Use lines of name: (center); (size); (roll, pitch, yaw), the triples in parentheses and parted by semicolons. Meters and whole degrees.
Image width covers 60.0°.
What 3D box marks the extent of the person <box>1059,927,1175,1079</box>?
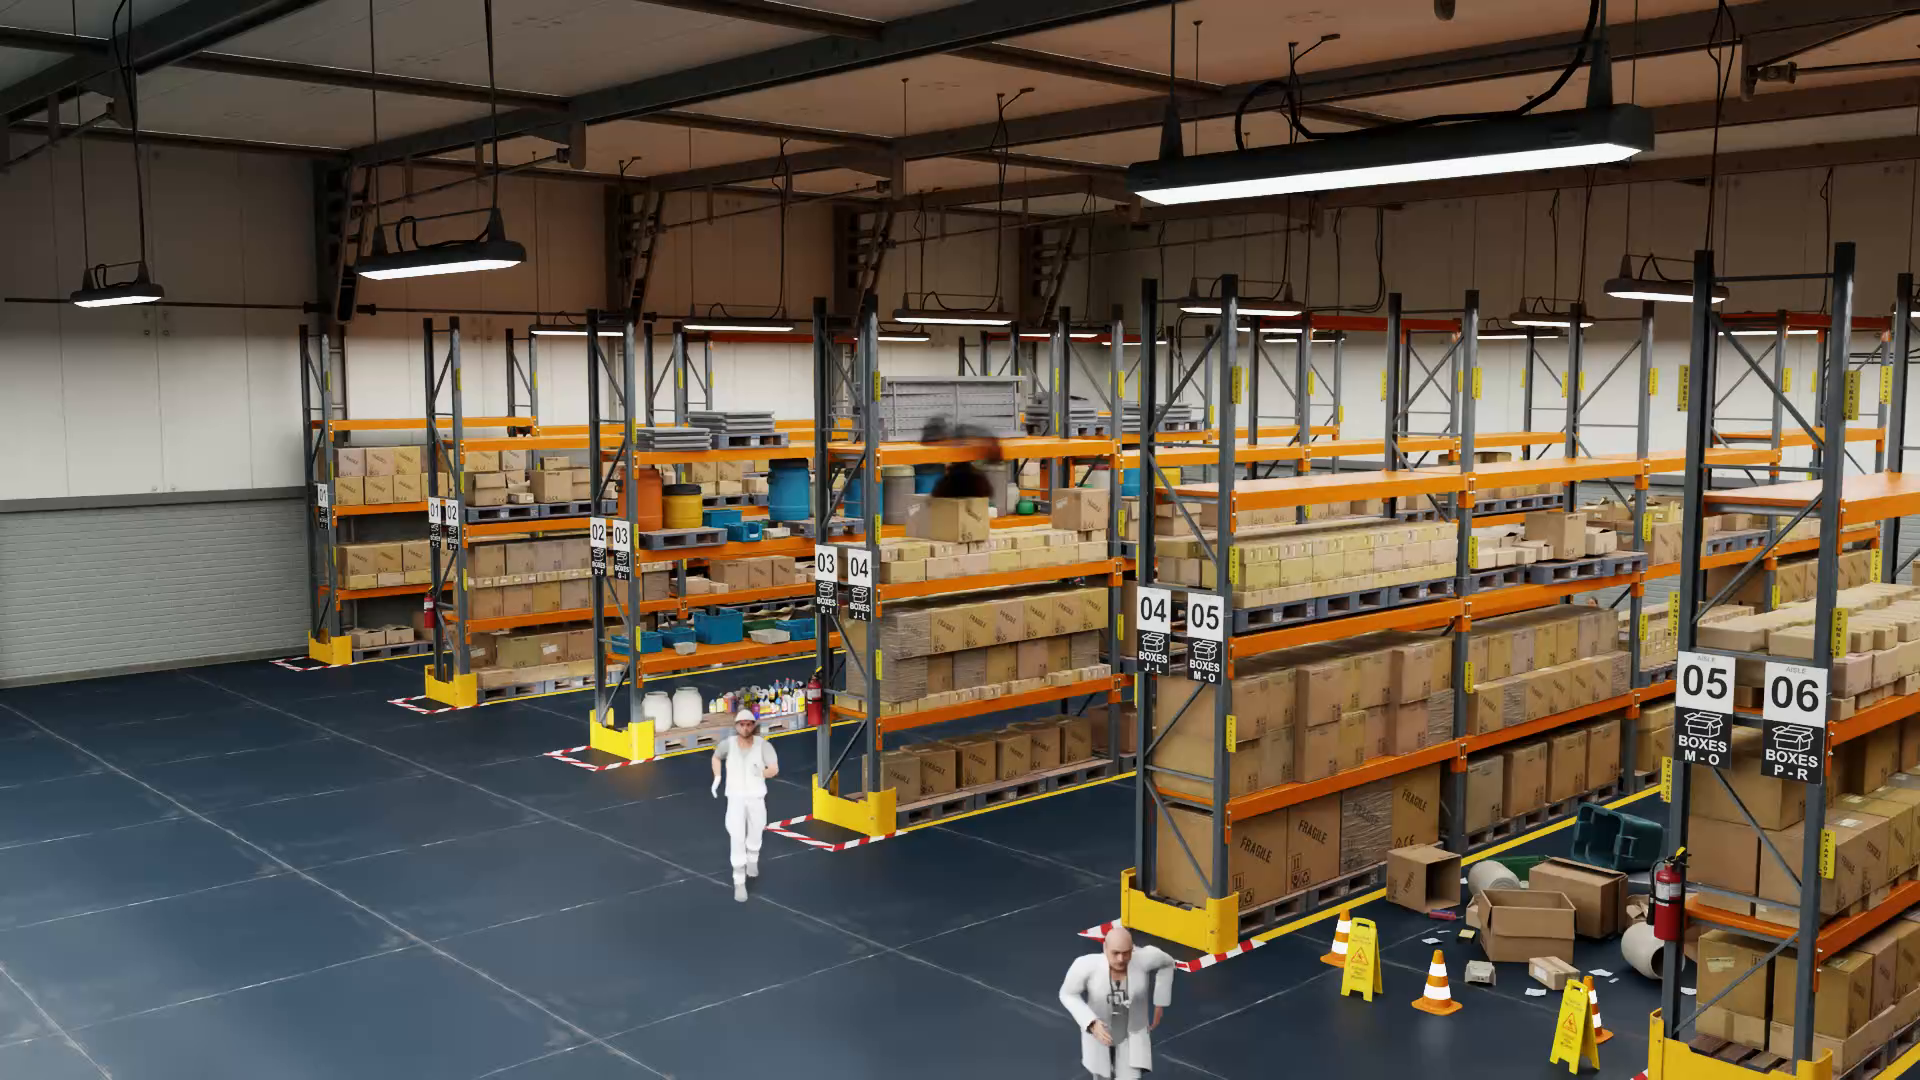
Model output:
person: (1.007, 3.255, 10.829); (0.754, 1.742, 1.033); (0, 6, -2)

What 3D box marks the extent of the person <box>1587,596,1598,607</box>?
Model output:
person: (10.078, 1.700, 26.585); (0.619, 1.609, 0.555); (5, 7, 39)

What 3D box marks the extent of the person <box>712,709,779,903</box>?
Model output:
person: (-2.134, 2.583, 16.557); (0.655, 1.814, 0.919); (-1, 6, -11)
